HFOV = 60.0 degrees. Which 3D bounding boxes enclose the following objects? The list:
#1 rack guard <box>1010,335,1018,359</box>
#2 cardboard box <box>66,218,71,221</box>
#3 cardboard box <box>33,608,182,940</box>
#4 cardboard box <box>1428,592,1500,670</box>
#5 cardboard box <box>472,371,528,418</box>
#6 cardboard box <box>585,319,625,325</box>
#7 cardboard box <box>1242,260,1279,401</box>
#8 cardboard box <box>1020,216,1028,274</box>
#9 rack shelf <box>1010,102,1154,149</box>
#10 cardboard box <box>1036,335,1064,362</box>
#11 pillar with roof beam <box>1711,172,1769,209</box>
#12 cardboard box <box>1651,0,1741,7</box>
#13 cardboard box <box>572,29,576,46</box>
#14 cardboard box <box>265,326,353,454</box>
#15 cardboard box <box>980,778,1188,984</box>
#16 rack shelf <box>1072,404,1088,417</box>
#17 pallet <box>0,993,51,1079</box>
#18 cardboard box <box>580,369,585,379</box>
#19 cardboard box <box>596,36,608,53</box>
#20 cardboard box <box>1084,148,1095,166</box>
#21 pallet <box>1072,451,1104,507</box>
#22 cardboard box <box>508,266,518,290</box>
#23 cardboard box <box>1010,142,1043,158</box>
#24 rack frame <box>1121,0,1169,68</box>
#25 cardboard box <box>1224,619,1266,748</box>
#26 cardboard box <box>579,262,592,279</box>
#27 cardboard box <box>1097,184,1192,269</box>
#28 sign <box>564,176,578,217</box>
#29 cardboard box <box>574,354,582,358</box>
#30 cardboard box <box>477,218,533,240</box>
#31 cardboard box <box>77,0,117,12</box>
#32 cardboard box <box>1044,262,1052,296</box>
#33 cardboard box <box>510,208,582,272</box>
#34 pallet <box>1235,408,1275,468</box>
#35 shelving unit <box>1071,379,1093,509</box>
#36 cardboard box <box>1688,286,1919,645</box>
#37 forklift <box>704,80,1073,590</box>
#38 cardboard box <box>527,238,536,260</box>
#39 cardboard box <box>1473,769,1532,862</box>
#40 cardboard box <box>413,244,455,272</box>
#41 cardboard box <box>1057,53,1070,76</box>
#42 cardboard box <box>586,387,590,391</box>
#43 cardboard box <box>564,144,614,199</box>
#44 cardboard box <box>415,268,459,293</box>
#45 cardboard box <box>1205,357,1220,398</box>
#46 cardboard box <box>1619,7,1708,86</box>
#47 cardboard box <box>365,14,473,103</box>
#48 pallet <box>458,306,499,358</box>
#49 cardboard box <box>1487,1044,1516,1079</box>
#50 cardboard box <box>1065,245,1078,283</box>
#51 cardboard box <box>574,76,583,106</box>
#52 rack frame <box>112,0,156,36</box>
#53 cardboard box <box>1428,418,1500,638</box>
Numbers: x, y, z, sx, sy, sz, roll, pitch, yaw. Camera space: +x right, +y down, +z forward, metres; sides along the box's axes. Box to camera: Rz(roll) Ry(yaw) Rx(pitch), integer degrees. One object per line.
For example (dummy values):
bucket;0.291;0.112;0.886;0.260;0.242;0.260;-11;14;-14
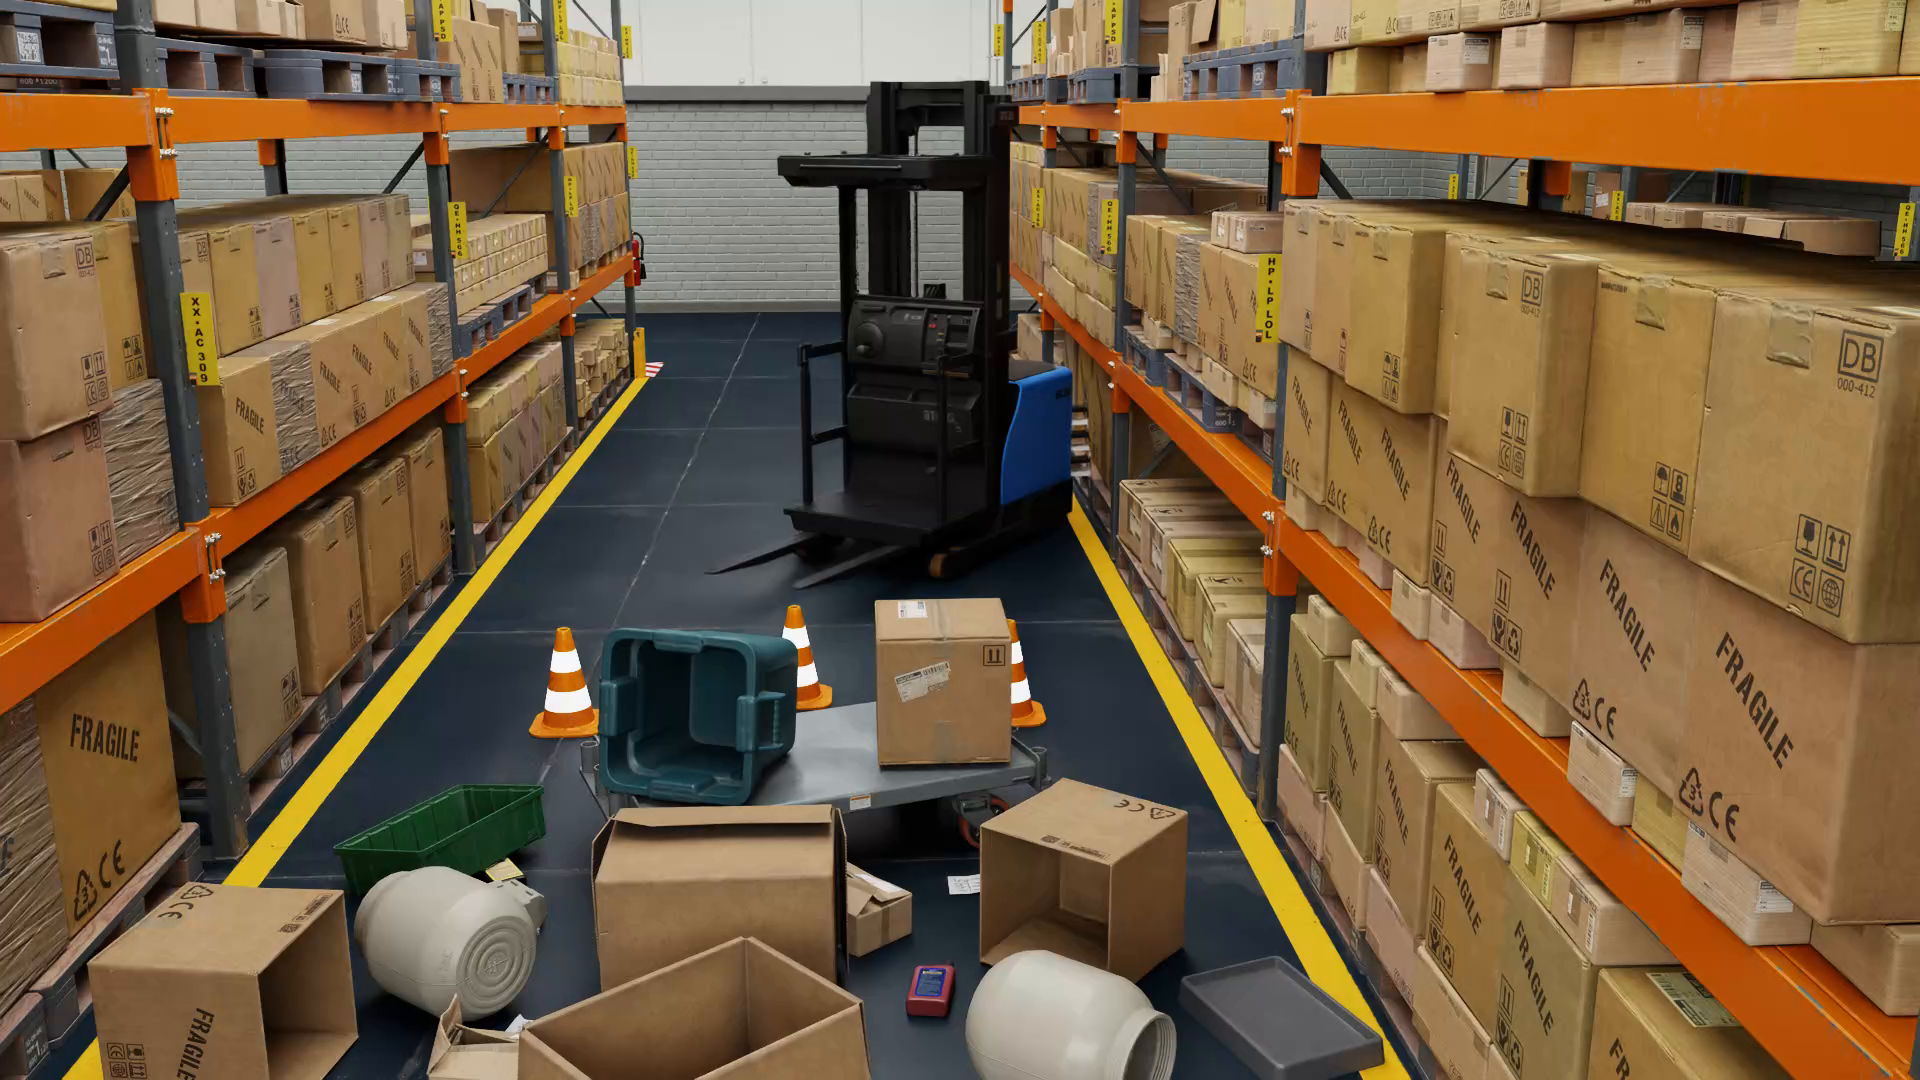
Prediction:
rack guard;0.958;-2.122;18.269;1.175;0.500;0.348;-1;14;-3
cardboard box;-9.172;-3.121;16.842;0.500;0.250;0.500;-1;14;-5
cardboard box;-3.262;0.743;5.541;0.875;0.875;0.875;-1;14;-3
cardboard box;1.515;0.244;4.564;0.380;0.149;0.250;-1;14;-4
cardboard box;-3.330;-1.016;11.623;0.500;0.250;0.500;-1;14;-3
cardboard box;-3.689;-2.208;17.272;0.380;0.149;0.250;-1;14;-3
cardboard box;1.445;-0.849;6.666;0.500;0.500;0.500;-1;14;-4
cardboard box;0.840;-2.744;15.471;0.500;0.500;0.500;-1;14;-4
rack shelf;1.083;-3.933;15.717;1.077;0.370;4.000;-1;14;-3
cardboard box;1.219;-1.675;15.814;0.875;0.438;0.875;-1;14;-5
pillar with roof beam;2.721;-5.435;14.091;9.100;9.000;0.400;-1;14;-3
cardboard box;1.633;-1.120;3.043;0.500;0.250;0.500;-1;14;-4
cardboard box;-3.566;-4.380;14.509;0.380;0.149;0.250;-1;14;-5
cardboard box;-3.056;-0.674;7.424;0.500;0.500;0.500;-1;14;-4
cardboard box;0.411;1.155;5.529;0.500;0.500;0.500;10;18;35
rack shelf;0.788;-0.909;11.739;0.200;0.077;0.258;-4;9;-2
pallet;-3.184;1.605;4.367;1.003;0.211;1.213;-1;14;-3
cardboard box;-3.601;-1.481;15.043;0.380;0.149;0.250;-2;15;-6
cardboard box;-3.603;-4.771;16.028;0.380;0.149;0.250;-1;14;-3
cardboard box;0.962;-3.317;14.390;0.380;0.149;0.250;-1;14;-2
pallet;1.409;-0.486;12.492;1.003;0.211;1.213;-1;14;-3
cardboard box;-3.421;-1.892;12.022;0.380;0.149;0.250;0;14;-1
cardboard box;0.694;-3.950;16.850;0.380;0.149;0.250;0;14;-2
rack frame;1.455;-4.242;9.454;1.000;3.000;0.127;-1;14;-3
cardboard box;1.668;0.597;7.117;0.950;0.372;0.625;-1;14;-3
cardboard box;-3.539;-2.444;15.009;0.380;0.149;0.250;-1;14;-2
cardboard box;1.162;-1.994;10.549;0.500;0.500;0.500;-1;14;-5
sign;-3.174;-2.800;13.566;0.100;0.325;0.005;-1;14;-3
cardboard box;-3.565;-1.561;14.759;0.380;0.149;0.250;-1;14;-4
cardboard box;-3.476;-2.372;12.693;0.380;0.149;0.250;-1;14;-5
cardboard box;-2.890;-1.738;5.201;0.380;0.149;0.250;-1;14;-4
cardboard box;0.971;-2.145;13.646;0.500;0.250;0.500;-1;14;-5
cardboard box;-3.506;-2.550;14.118;0.500;0.500;0.500;-1;14;-4
pallet;1.800;-0.441;7.107;1.003;0.211;1.213;-1;14;-3
shelving unit;0.803;-0.676;11.777;0.210;0.900;0.258;-4;9;-2
cardboard box;1.701;-0.147;2.776;0.700;0.500;0.500;-1;14;-5
forklift;-0.399;-1.304;10.214;1.130;2.935;3.031;8;17;29
cardboard box;-3.476;-2.233;12.748;0.380;0.149;0.250;0;14;-1
cardboard box;1.524;0.690;4.193;0.380;0.149;0.250;0;14;-1
cardboard box;-3.315;-1.724;10.175;0.380;0.149;0.250;-1;14;-3
cardboard box;0.936;-3.554;12.427;0.380;0.166;0.250;-2;15;-7
cardboard box;-3.513;-1.275;14.842;0.380;0.149;0.250;-1;14;-4
cardboard box;-3.626;-3.536;15.947;0.500;0.500;0.500;0;14;-1
cardboard box;-3.309;-1.584;10.228;0.380;0.149;0.250;0;14;-1
cardboard box;1.325;-0.740;7.544;0.380;0.149;0.250;-1;14;-3
cardboard box;1.607;-1.016;3.439;0.380;0.149;0.250;-1;14;-4
cardboard box;-3.249;-2.882;9.989;0.500;0.500;0.500;-1;14;-3
pallet;-3.630;-1.318;10.514;1.213;0.211;1.003;-1;14;-3
cardboard box;1.608;1.455;4.026;0.500;0.250;0.500;-1;14;-3
cardboard box;1.051;-2.006;12.102;0.500;0.250;0.500;-1;14;-5
cardboard box;-3.533;-3.854;14.265;0.500;0.250;0.500;-1;14;-4
rack frame;-3.232;-3.146;5.193;1.000;3.000;0.127;-1;14;-3
cardboard box;1.575;-0.046;4.387;0.500;0.500;0.500;-1;14;-3
